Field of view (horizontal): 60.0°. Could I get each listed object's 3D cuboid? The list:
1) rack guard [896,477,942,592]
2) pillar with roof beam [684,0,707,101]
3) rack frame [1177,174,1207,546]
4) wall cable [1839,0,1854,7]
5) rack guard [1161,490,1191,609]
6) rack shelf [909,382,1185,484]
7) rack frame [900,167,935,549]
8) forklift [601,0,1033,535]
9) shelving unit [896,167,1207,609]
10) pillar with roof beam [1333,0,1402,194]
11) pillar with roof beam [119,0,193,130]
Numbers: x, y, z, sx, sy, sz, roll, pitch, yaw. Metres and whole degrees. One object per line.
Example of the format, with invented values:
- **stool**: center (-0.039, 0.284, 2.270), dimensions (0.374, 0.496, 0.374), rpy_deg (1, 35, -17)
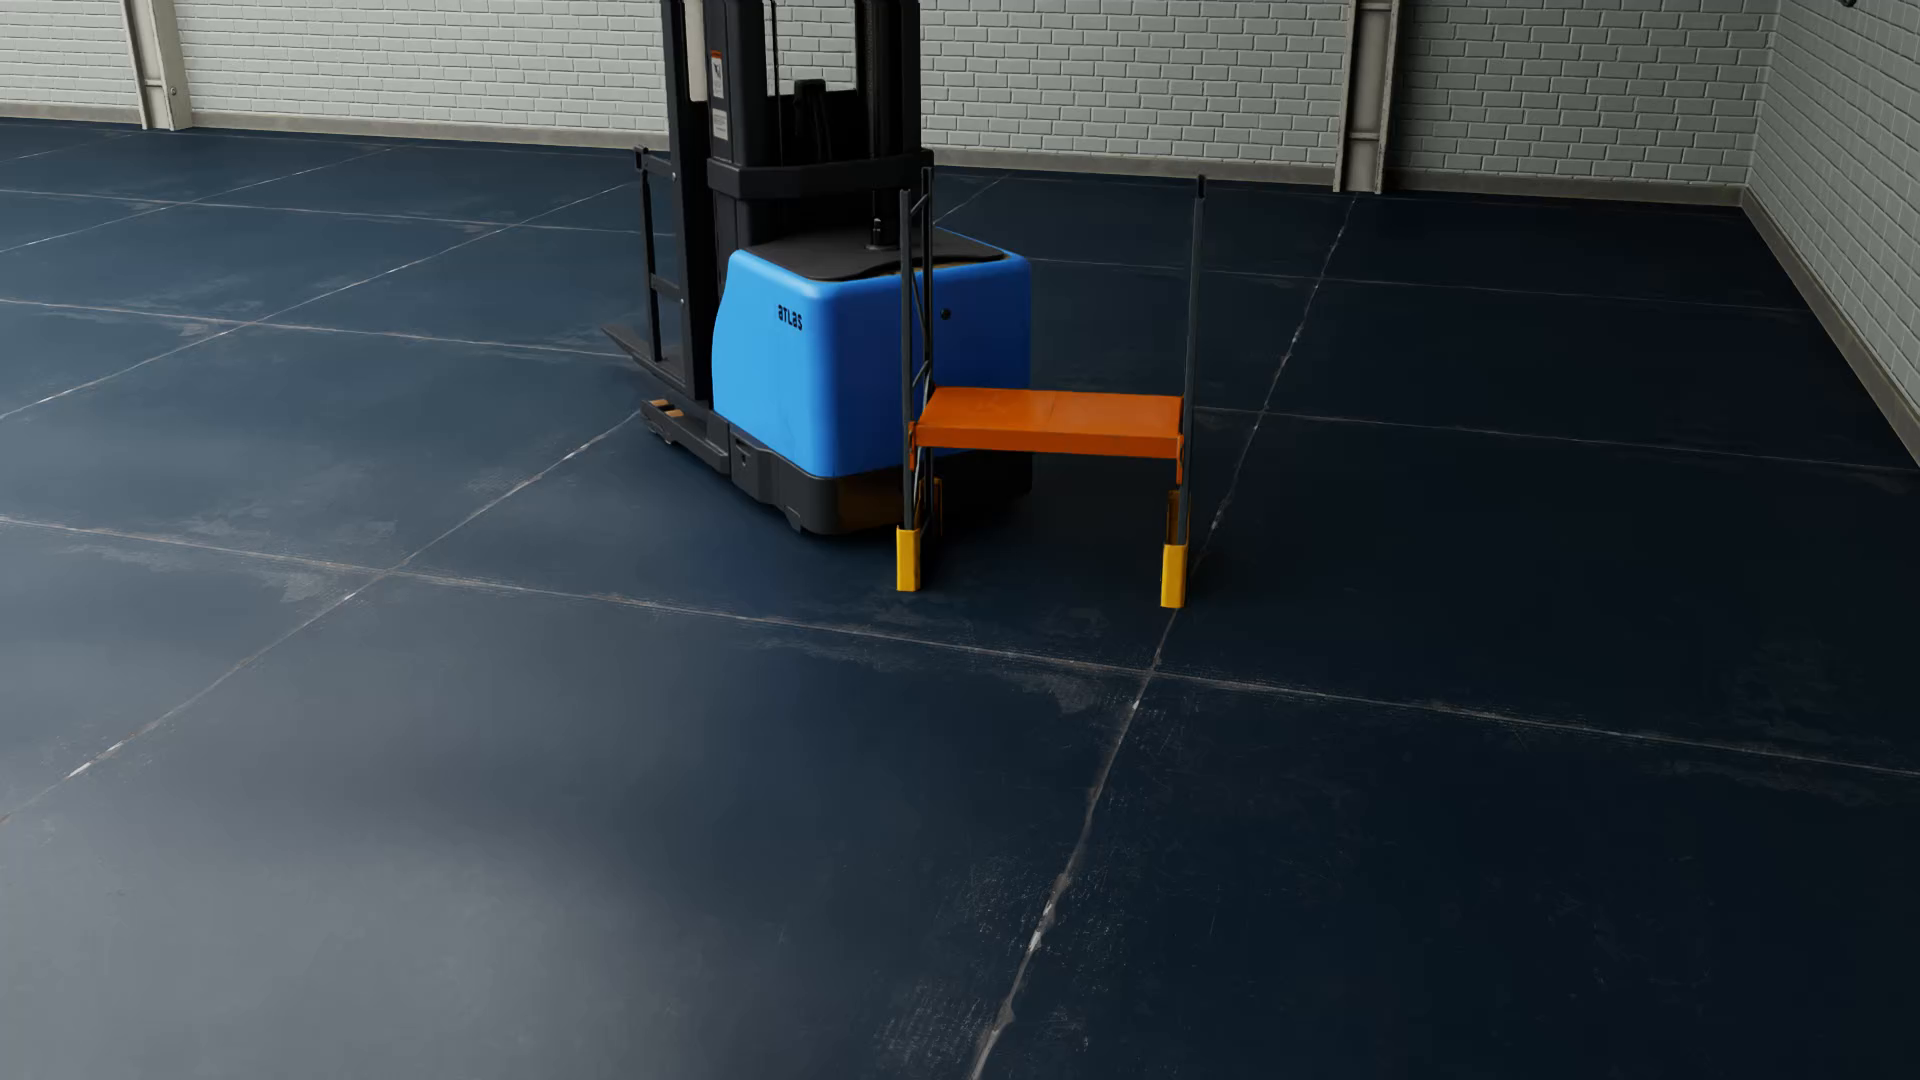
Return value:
- **rack guard**: center (-0.156, -0.029, 6.511), dimensions (0.087, 0.250, 0.587), rpy_deg (3, 23, 8)
- **pillar with roof beam**: center (-3.650, -6.191, 10.006), dimensions (0.400, 9.000, 9.100), rpy_deg (7, 23, 16)
- **rack frame**: center (0.848, -0.549, 6.133), dimensions (0.032, 1.500, 0.500), rpy_deg (3, 23, 8)
- **wall cable**: center (5.777, -4.858, 10.847), dimensions (0.112, 2.526, 3.097), rpy_deg (7, 23, 16)
- **rack guard**: center (0.829, 0.028, 6.373), dimensions (0.087, 0.250, 0.587), rpy_deg (3, 23, 8)
- **rack shelf**: center (0.346, -0.412, 6.272), dimensions (1.000, 0.185, 0.538), rpy_deg (3, 23, 8)
- **rack frame**: center (-0.157, -0.607, 6.274), dimensions (0.032, 1.500, 0.500), rpy_deg (3, 23, 8)
- **forklift**: center (-0.883, -1.888, 7.510), dimensions (1.130, 2.935, 3.031), rpy_deg (-13, 26, -28)
- **shelving unit**: center (0.337, -0.579, 6.205), dimensions (1.083, 1.500, 0.587), rpy_deg (3, 23, 8)
- **pillar with roof beam**: center (2.095, -5.534, 8.403), dimensions (0.400, 9.000, 9.100), rpy_deg (7, 23, 16)
- **pillar with roof beam**: center (-9.394, -6.849, 11.610), dimensions (0.400, 9.000, 9.100), rpy_deg (7, 23, 16)
